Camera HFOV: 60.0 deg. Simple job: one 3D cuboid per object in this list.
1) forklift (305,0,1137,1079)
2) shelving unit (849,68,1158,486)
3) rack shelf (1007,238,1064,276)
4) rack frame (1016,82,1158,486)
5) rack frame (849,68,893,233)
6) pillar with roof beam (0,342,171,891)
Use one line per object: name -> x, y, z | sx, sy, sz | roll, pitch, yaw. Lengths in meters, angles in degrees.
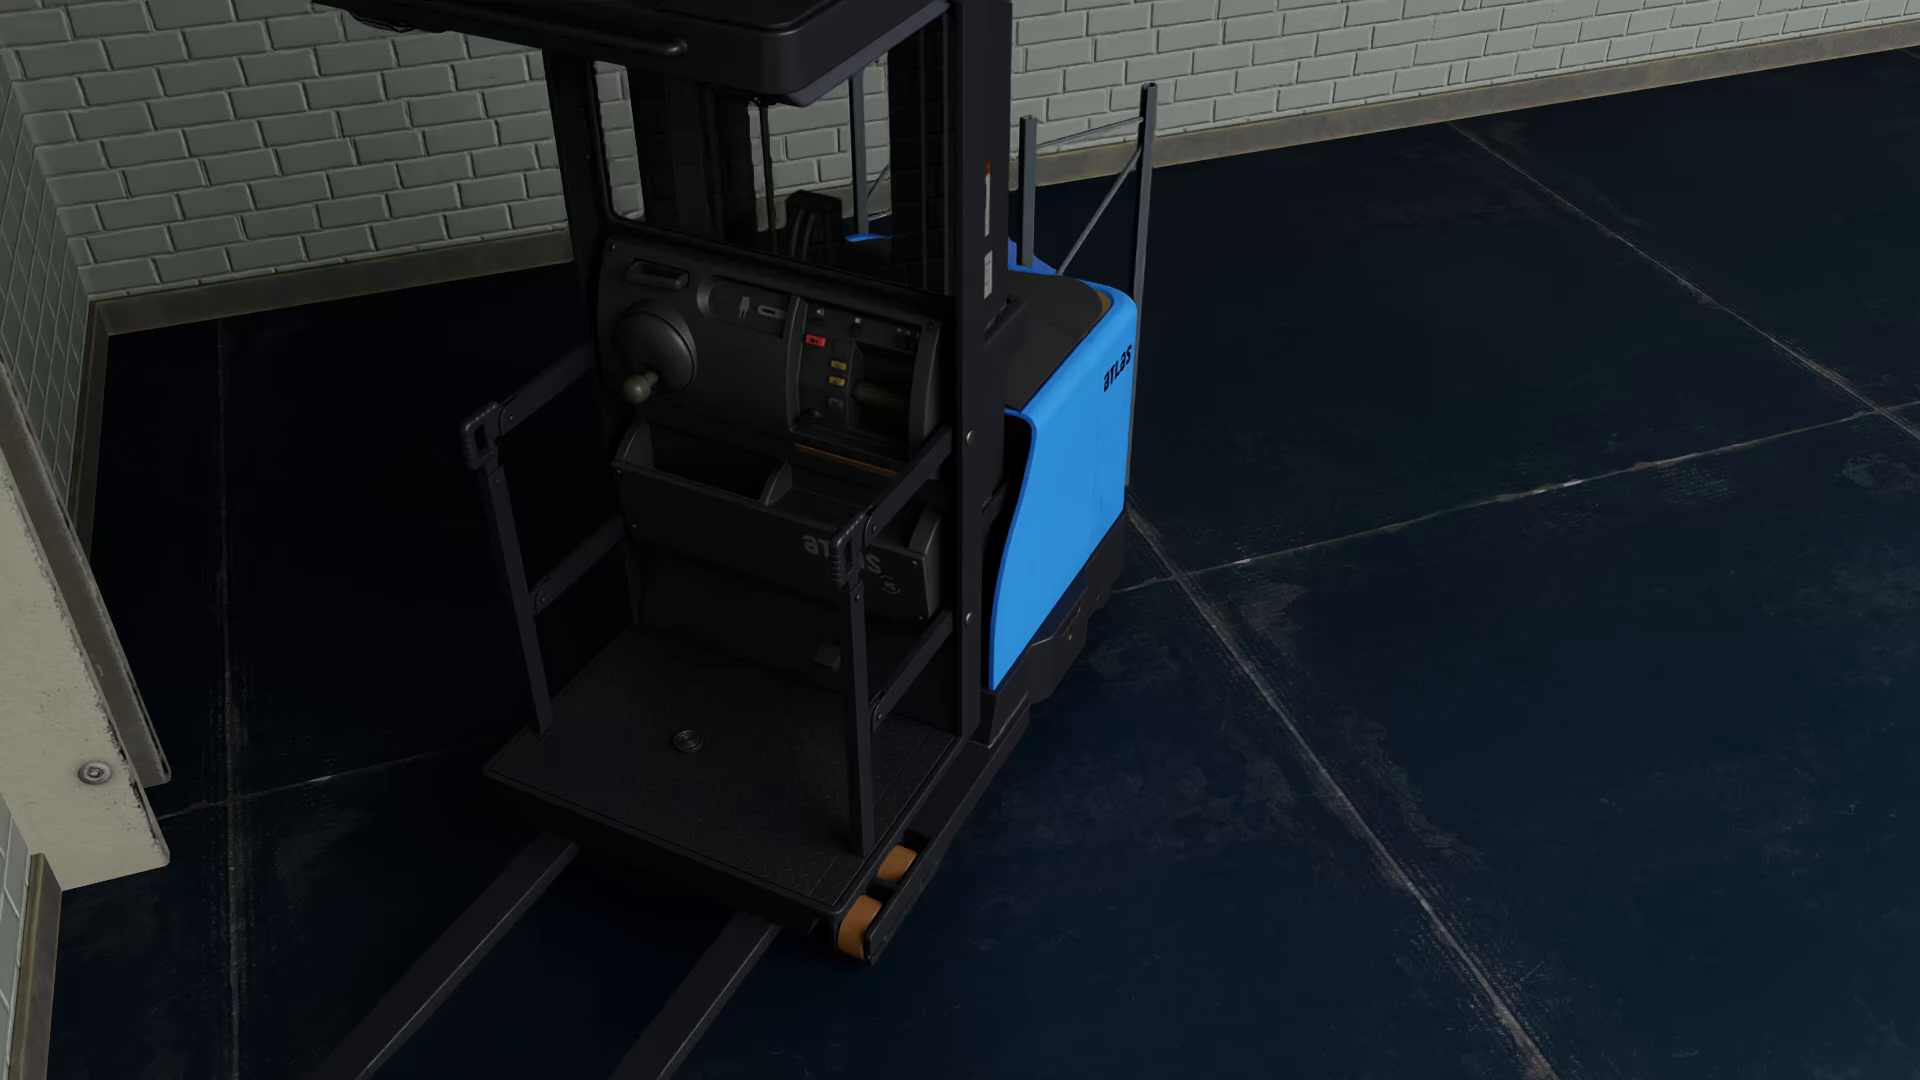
forklift -> -0.565, -0.390, 3.832 | 1.130, 2.935, 3.031 | 17, 40, 21
shelving unit -> 0.114, -0.981, 5.806 | 0.538, 1.500, 1.048 | -22, 42, -26
rack shelf -> 0.114, -0.837, 5.914 | 0.538, 0.185, 1.000 | -22, 42, -26
rack frame -> 0.393, -0.725, 5.467 | 0.500, 1.500, 0.032 | -22, 42, -26
rack frame -> -0.165, -1.237, 6.145 | 0.500, 1.500, 0.032 | -22, 42, -26
pillar with roof beam -> 1.657, -3.674, 3.148 | 9.100, 9.000, 0.400 | -12, 39, -16
